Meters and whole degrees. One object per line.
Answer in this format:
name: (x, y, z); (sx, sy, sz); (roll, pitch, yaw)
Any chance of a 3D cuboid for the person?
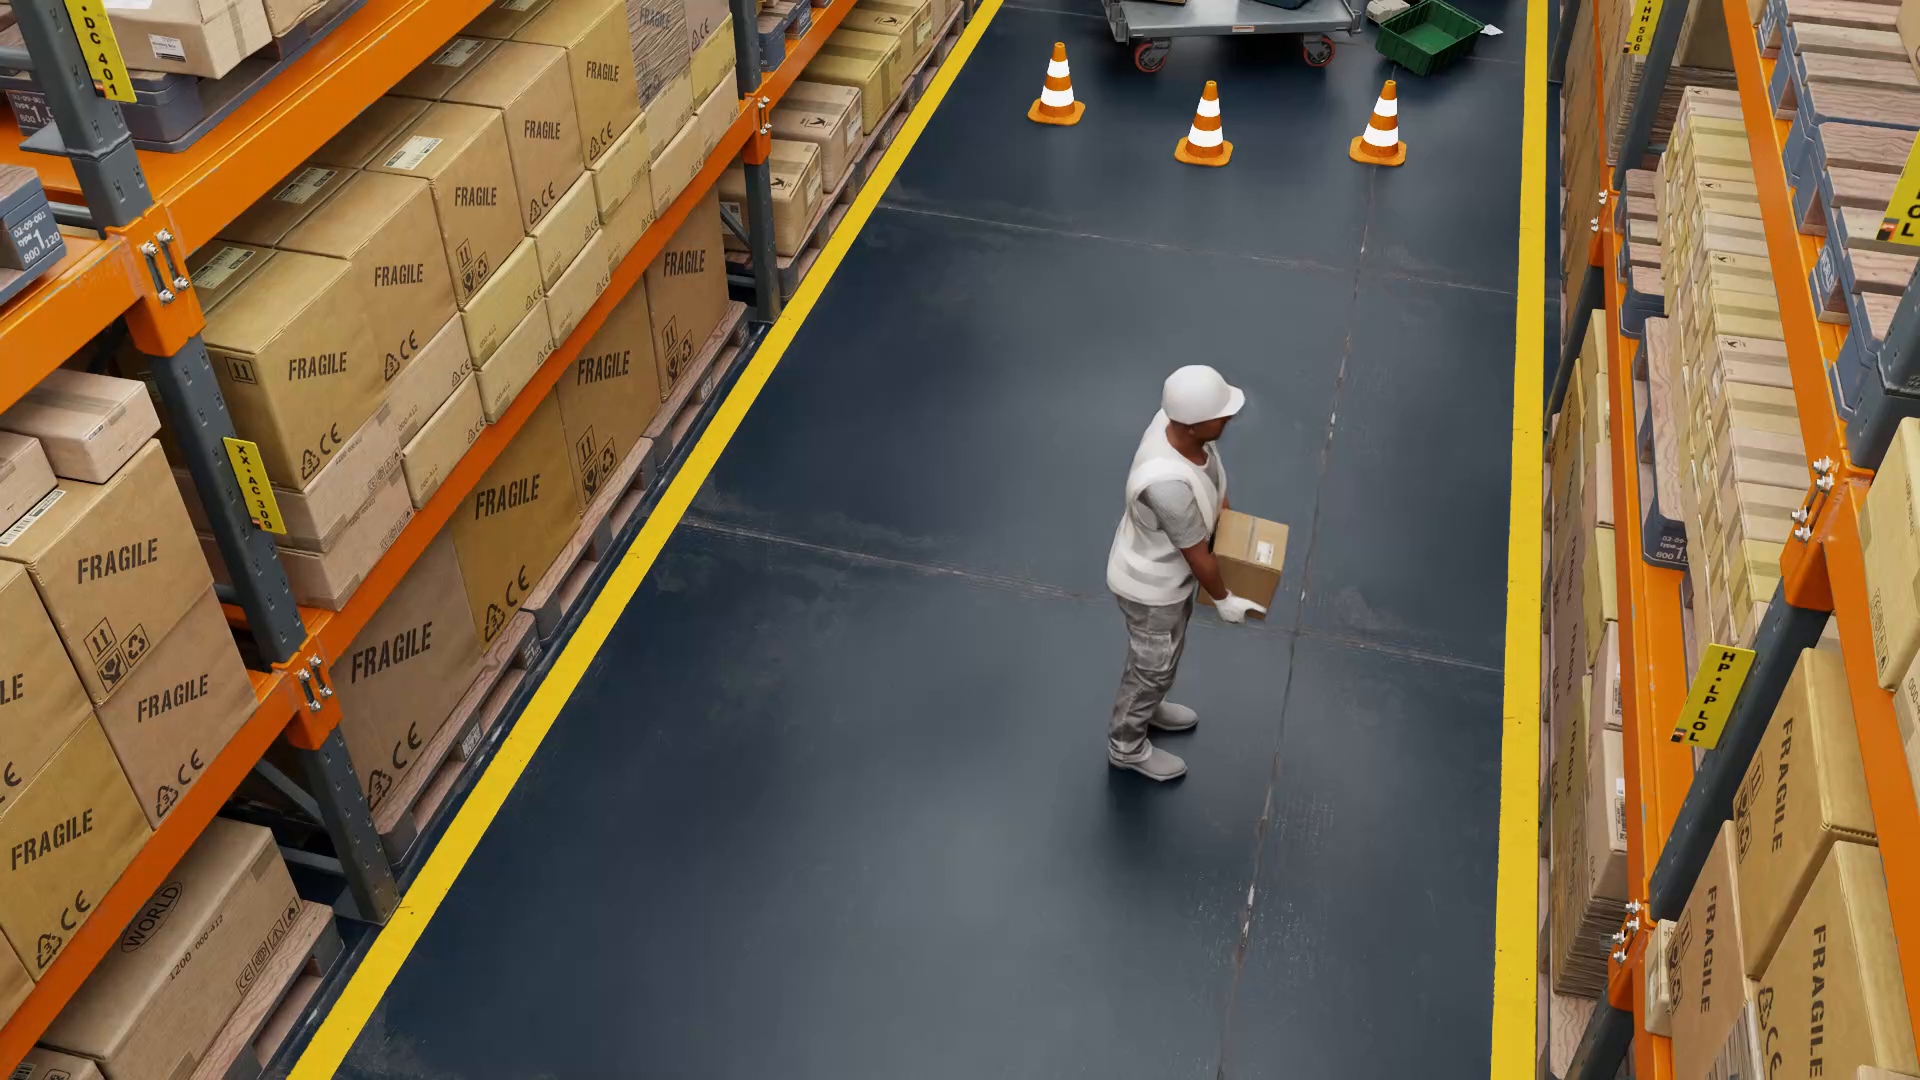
person: (0.827, 0.125, 5.999); (0.587, 1.778, 0.491); (9, 42, 11)
